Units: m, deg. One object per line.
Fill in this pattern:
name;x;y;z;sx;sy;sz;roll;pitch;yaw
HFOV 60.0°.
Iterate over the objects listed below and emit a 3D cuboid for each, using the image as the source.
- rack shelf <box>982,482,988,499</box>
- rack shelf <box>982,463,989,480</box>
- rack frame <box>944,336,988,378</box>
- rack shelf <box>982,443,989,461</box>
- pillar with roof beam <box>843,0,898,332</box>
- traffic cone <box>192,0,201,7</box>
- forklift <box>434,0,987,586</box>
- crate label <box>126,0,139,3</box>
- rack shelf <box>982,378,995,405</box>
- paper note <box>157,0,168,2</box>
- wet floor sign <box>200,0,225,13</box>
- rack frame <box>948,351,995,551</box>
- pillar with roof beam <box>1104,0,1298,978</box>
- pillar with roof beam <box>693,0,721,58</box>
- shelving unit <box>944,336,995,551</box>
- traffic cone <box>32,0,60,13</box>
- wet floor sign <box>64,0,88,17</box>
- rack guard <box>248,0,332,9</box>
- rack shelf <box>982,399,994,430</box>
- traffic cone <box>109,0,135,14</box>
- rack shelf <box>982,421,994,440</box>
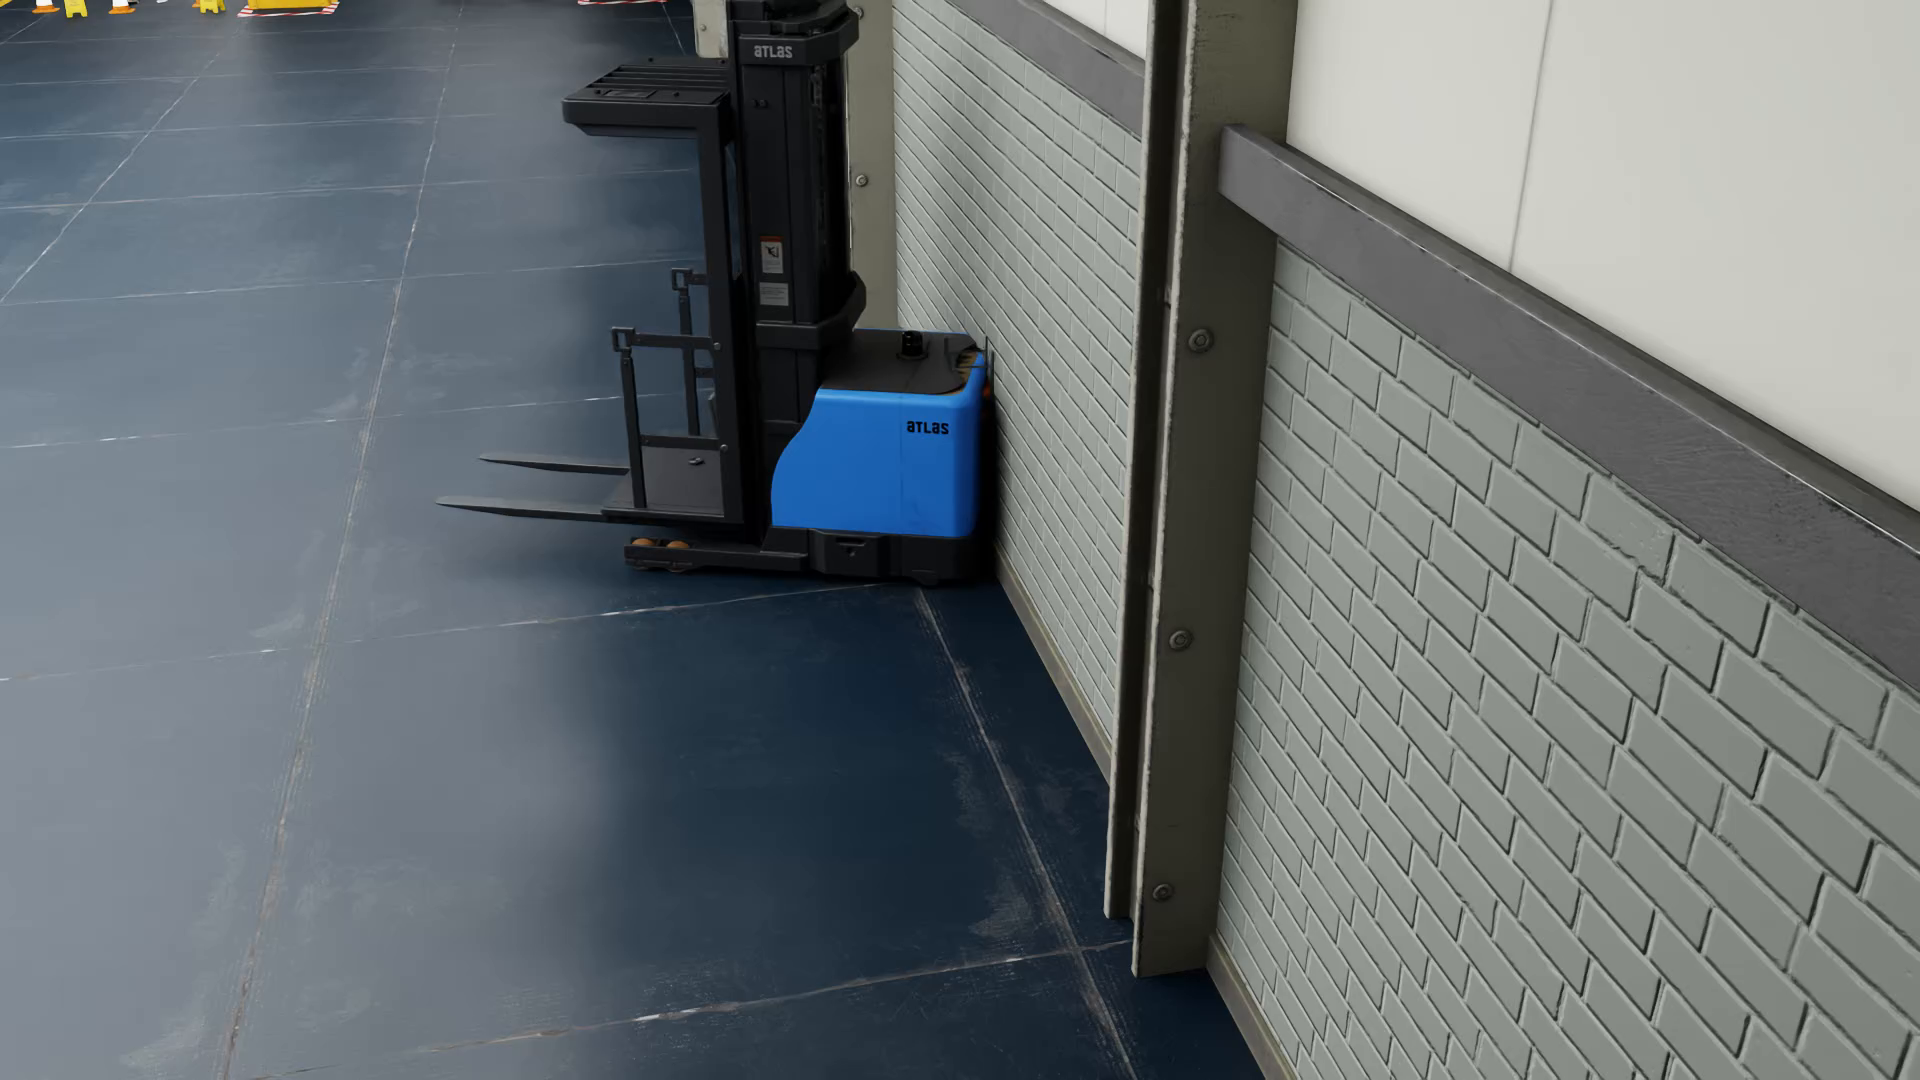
rack shelf;0.039;-0.251;9.004;0.258;0.103;0.180;-4;32;-7
rack shelf;0.040;-0.353;8.941;0.258;0.103;0.180;-4;32;-7
rack frame;0.029;-0.540;8.932;0.240;1.200;0.006;-4;32;-7
rack shelf;0.041;-0.455;8.878;0.258;0.103;0.180;-4;32;-7
pillar with roof beam;-4.798;-4.715;8.605;9.100;9.000;0.400;-6;27;-12
traffic cone;-11.571;-8.399;25.376;0.336;0.463;0.334;-6;27;-12
forklift;-1.354;-1.364;8.699;3.031;2.935;1.130;4;27;8
crate label;-12.813;-8.330;25.602;0.250;0.136;0.298;-23;35;-38
rack shelf;0.045;-0.761;8.689;0.258;0.103;0.180;-4;32;-7
paper note;-12.369;-8.361;25.780;0.148;0.019;0.142;-16;31;-29
wet floor sign;-11.217;-8.230;24.840;0.267;0.644;0.232;3;27;6
rack frame;0.055;-0.445;8.778;0.240;1.200;0.006;-4;32;-7
pillar with roof beam;-3.446;-2.081;3.386;9.100;9.000;0.400;-6;27;-12
pillar with roof beam;-7.503;-9.983;19.042;9.100;9.000;0.400;-6;27;-12
shelving unit;0.042;-0.493;8.855;0.258;1.200;0.189;-4;32;-7
traffic cone;-13.753;-8.171;24.925;0.336;0.463;0.334;-6;27;-12
wet floor sign;-13.081;-8.064;24.510;0.267;0.644;0.232;-11;29;-20
rack guard;-10.234;-8.391;25.319;1.175;0.500;0.348;-6;27;-12
rack shelf;0.044;-0.659;8.752;0.258;0.103;0.180;-4;32;-7
traffic cone;-12.576;-8.137;24.857;0.336;0.463;0.334;-6;27;-12
rack shelf;0.043;-0.557;8.815;0.258;0.103;0.180;-4;32;-7
